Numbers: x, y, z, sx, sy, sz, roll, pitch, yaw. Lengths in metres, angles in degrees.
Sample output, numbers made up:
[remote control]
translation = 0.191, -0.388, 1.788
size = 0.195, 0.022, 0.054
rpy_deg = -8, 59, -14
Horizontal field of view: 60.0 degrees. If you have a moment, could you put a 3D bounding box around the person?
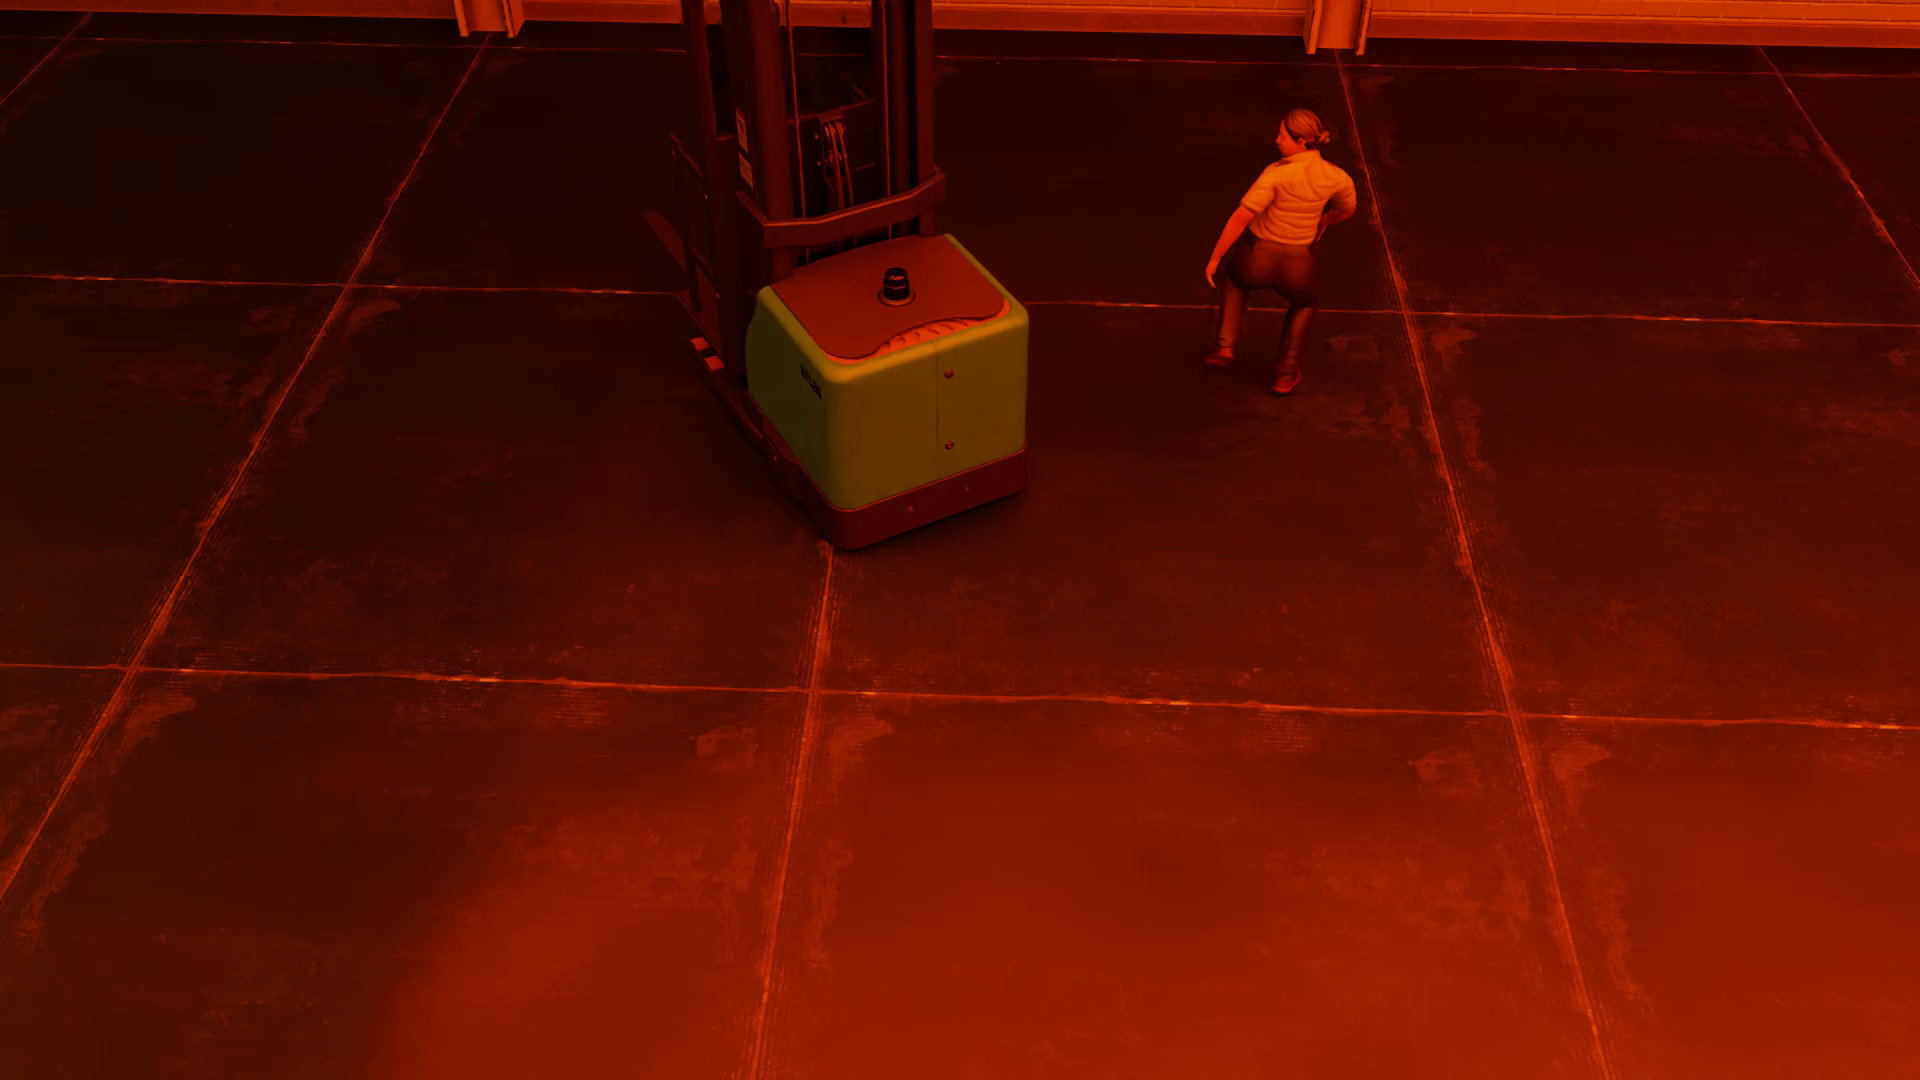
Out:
[person]
translation = 1.589, -1.439, 8.347
size = 0.706, 1.568, 0.619
rpy_deg = 5, 43, 5

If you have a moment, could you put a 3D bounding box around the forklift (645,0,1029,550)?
[forklift]
translation = -0.817, -2.024, 7.960
size = 1.130, 2.935, 3.031
rpy_deg = -20, 46, -21
